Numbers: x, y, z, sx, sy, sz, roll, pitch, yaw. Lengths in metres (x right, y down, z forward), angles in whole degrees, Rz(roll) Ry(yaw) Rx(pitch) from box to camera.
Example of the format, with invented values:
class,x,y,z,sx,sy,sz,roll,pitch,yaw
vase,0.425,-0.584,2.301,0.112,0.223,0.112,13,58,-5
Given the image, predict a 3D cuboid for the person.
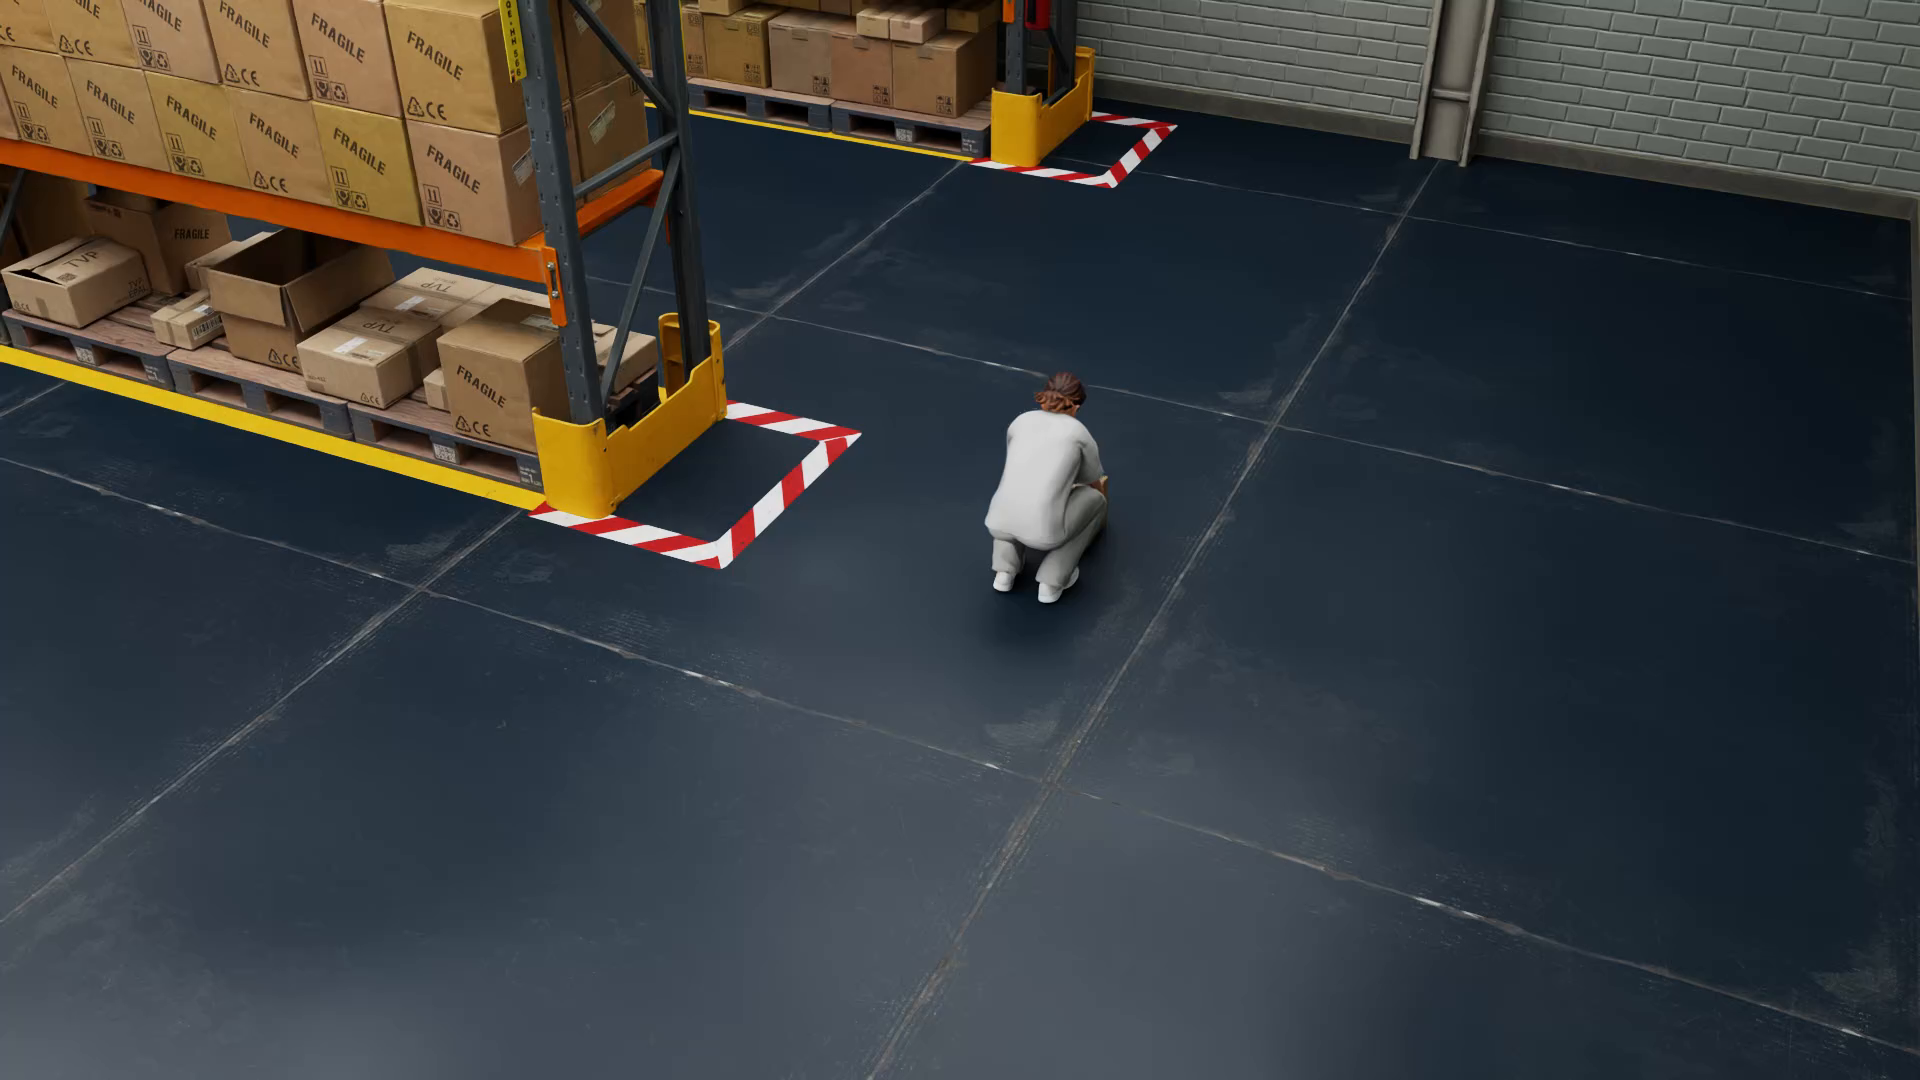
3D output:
class,x,y,z,sx,sy,sz,roll,pitch,yaw
person,0.378,-0.220,7.260,0.477,0.802,0.801,15,36,21
